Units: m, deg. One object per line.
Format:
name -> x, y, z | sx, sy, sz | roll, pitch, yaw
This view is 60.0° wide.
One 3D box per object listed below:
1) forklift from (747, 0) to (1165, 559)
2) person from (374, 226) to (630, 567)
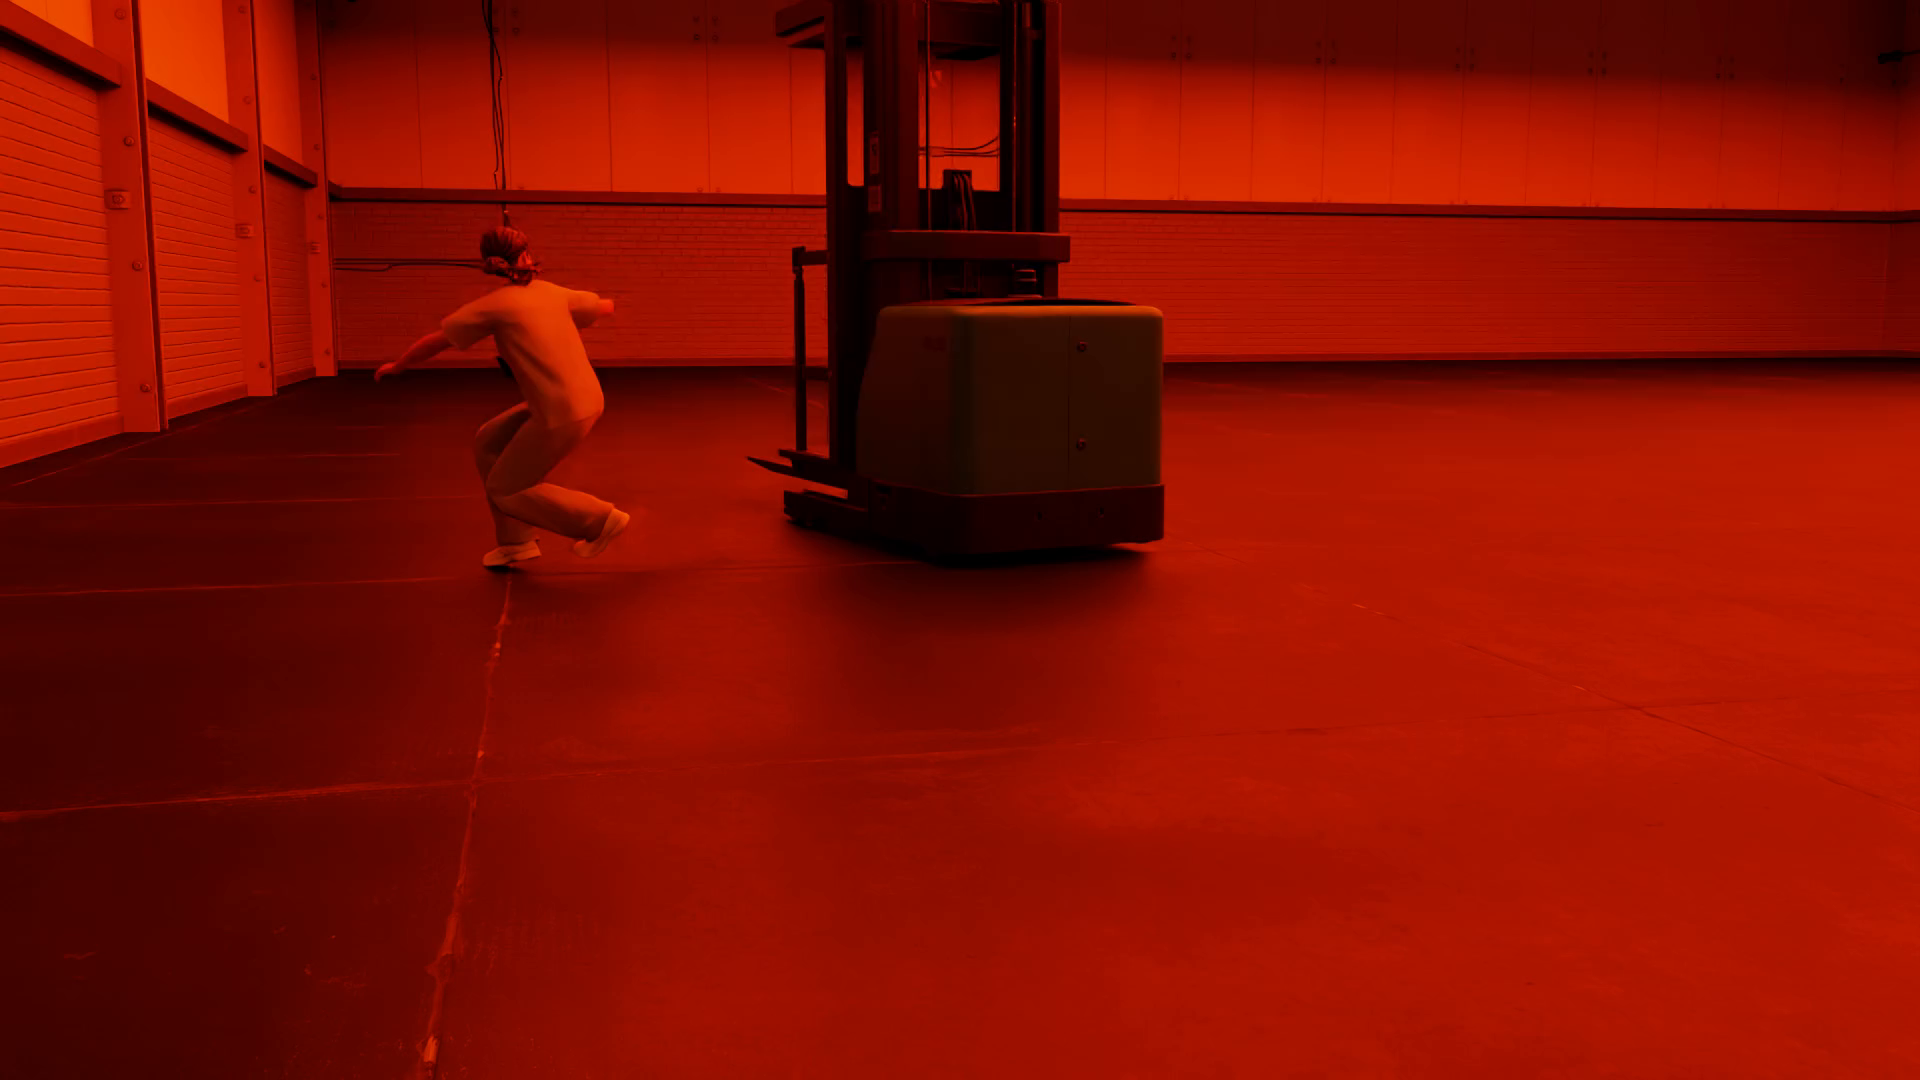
forklift -> -0.228, -1.538, 8.118 | 1.130, 2.935, 3.031 | -4, 9, -27
person -> -1.823, -0.574, 6.786 | 1.016, 1.383, 0.698 | 2, 8, 15
